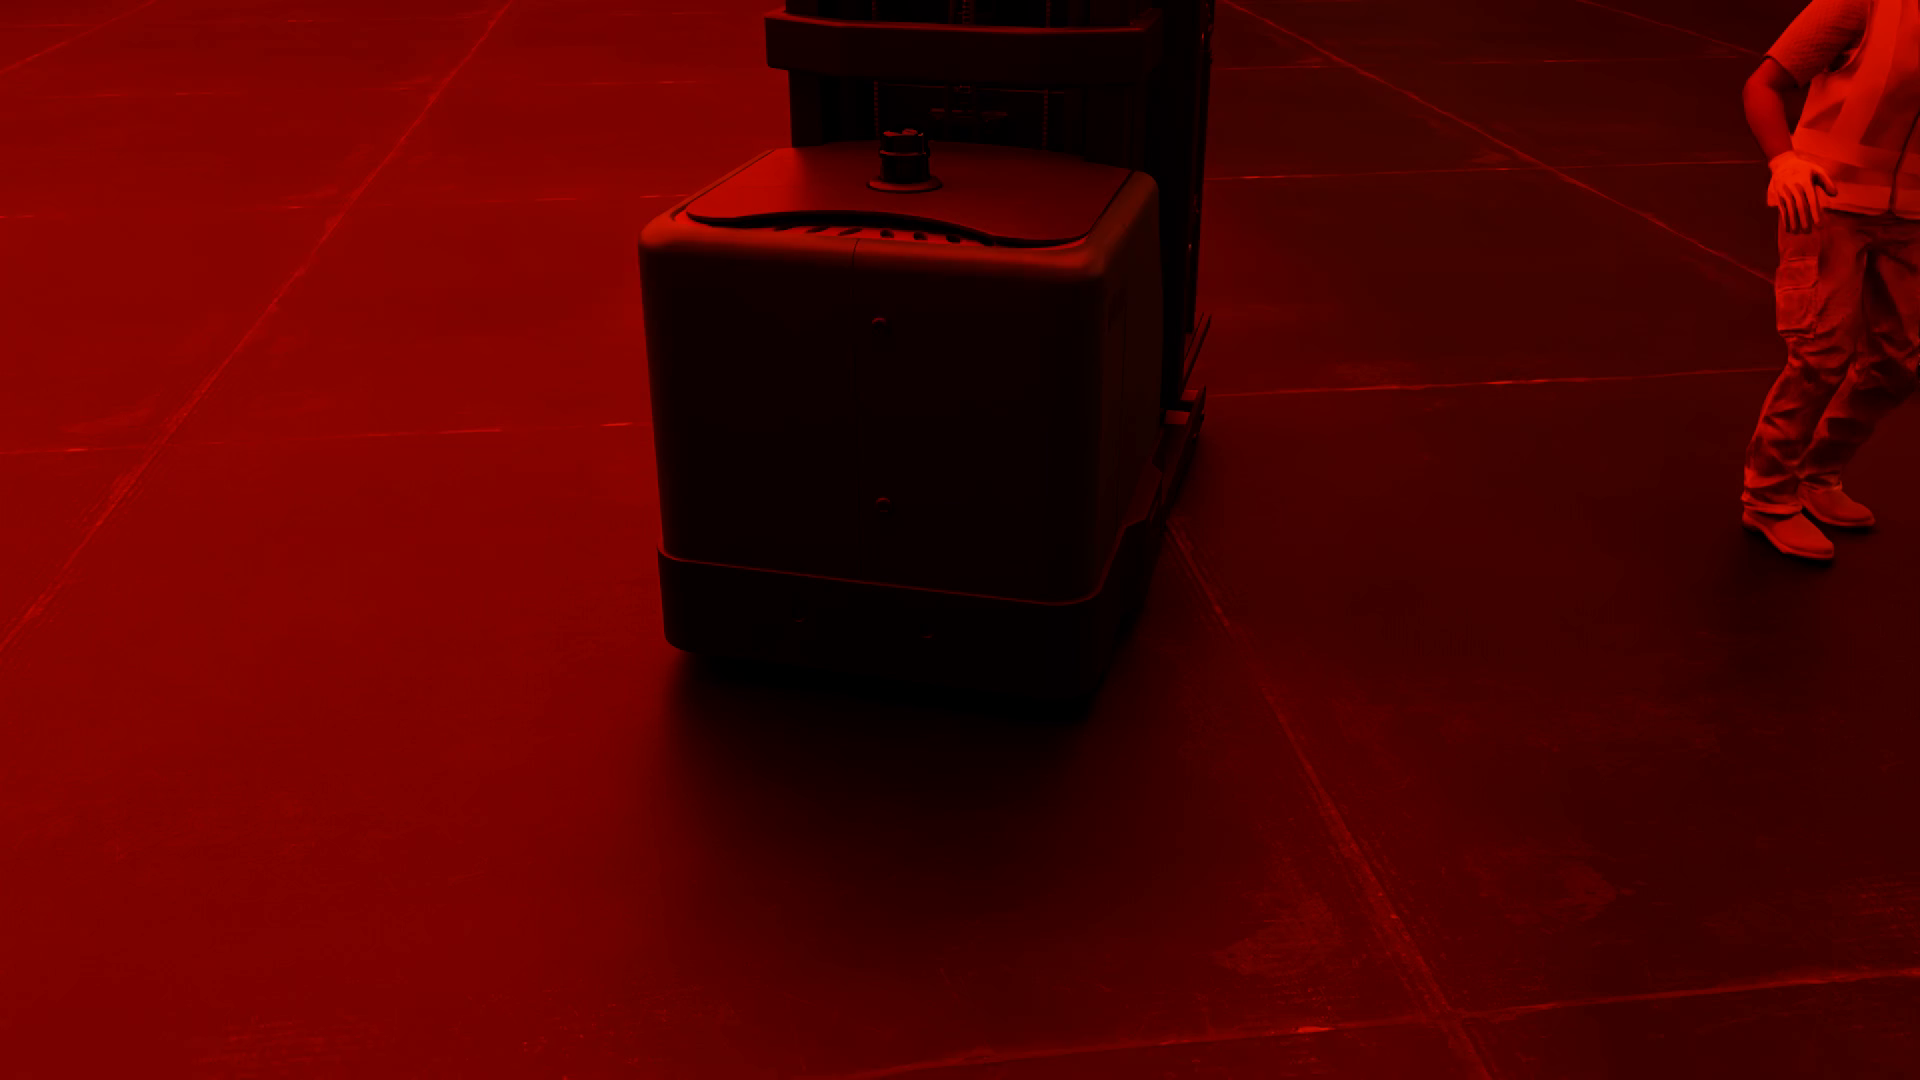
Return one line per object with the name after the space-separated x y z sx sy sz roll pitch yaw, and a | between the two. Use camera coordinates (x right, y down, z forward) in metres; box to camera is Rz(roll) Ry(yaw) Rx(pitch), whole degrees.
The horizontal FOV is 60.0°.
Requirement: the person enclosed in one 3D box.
2.422 -0.821 4.321 0.768 1.737 0.521 -3 26 -6 | person

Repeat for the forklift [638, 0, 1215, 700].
0.156 -1.583 4.514 1.130 2.935 3.031 6 26 13 | forklift
